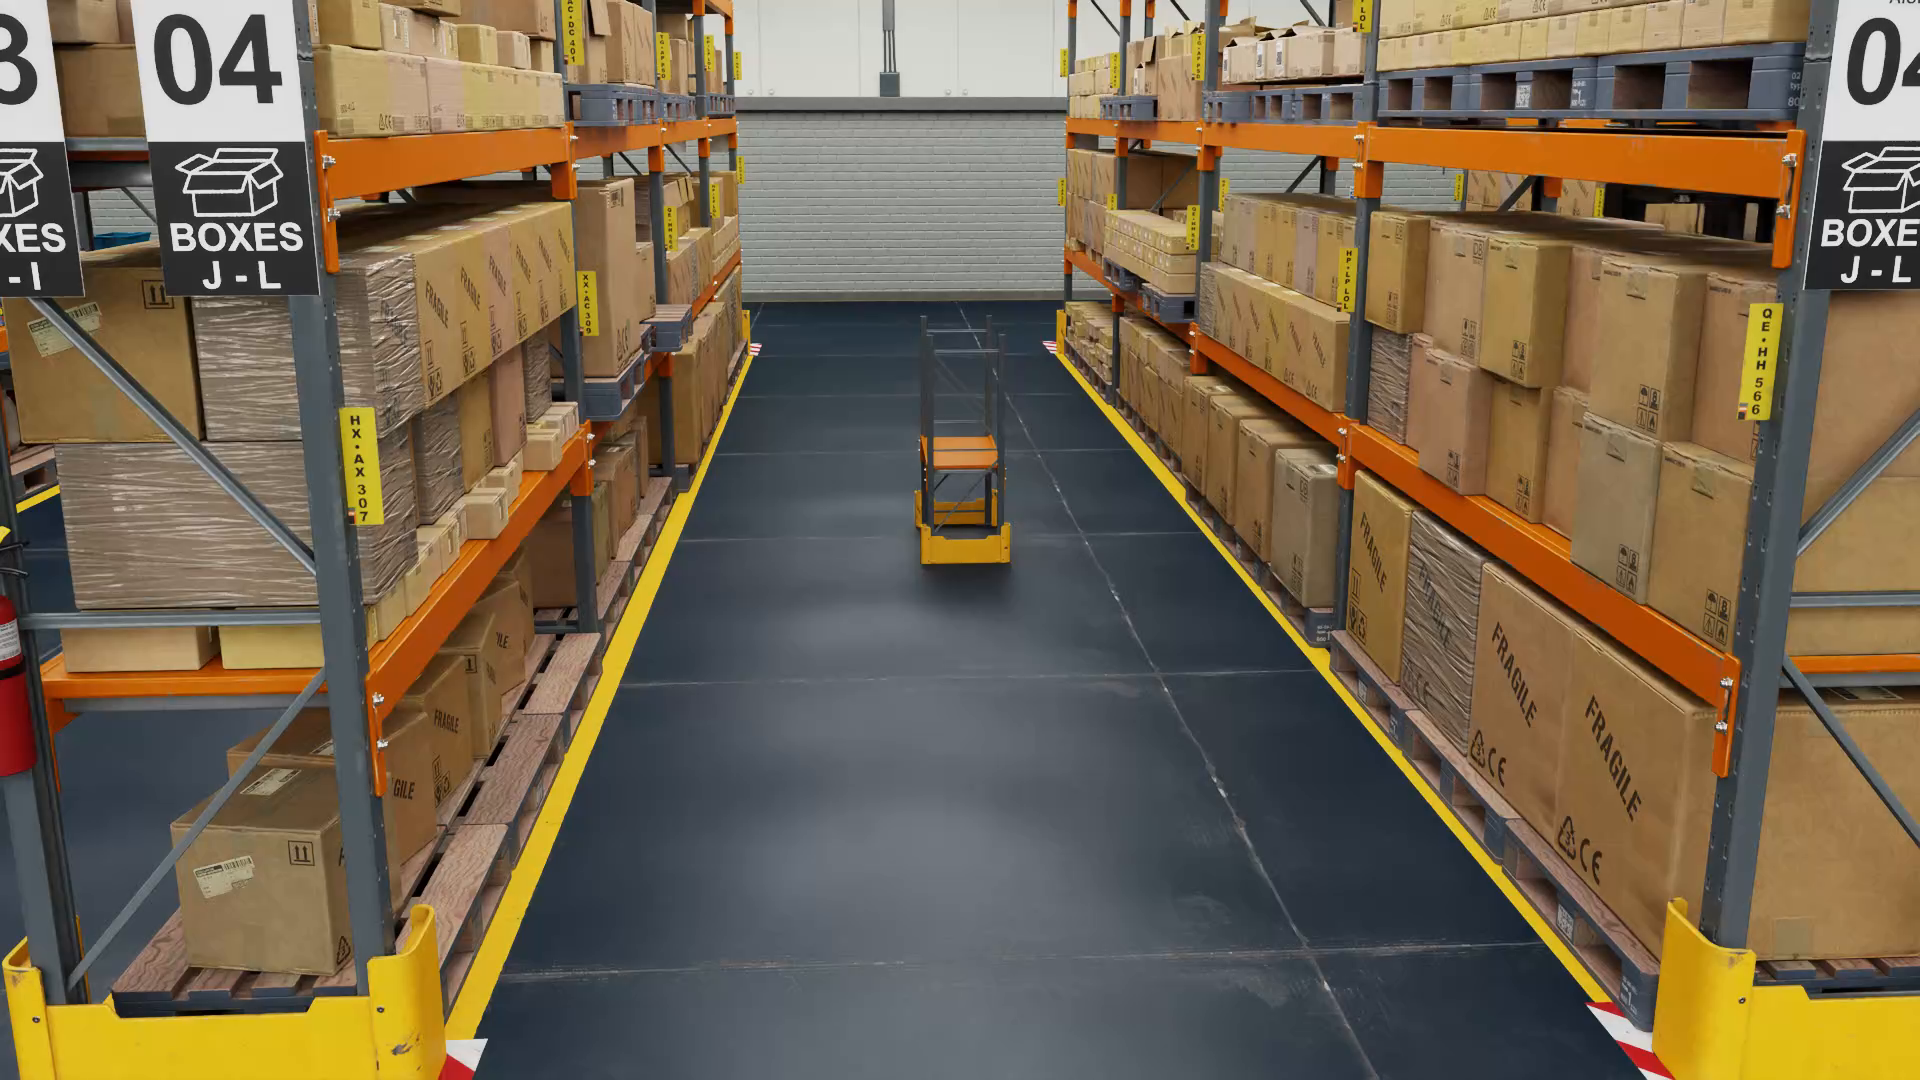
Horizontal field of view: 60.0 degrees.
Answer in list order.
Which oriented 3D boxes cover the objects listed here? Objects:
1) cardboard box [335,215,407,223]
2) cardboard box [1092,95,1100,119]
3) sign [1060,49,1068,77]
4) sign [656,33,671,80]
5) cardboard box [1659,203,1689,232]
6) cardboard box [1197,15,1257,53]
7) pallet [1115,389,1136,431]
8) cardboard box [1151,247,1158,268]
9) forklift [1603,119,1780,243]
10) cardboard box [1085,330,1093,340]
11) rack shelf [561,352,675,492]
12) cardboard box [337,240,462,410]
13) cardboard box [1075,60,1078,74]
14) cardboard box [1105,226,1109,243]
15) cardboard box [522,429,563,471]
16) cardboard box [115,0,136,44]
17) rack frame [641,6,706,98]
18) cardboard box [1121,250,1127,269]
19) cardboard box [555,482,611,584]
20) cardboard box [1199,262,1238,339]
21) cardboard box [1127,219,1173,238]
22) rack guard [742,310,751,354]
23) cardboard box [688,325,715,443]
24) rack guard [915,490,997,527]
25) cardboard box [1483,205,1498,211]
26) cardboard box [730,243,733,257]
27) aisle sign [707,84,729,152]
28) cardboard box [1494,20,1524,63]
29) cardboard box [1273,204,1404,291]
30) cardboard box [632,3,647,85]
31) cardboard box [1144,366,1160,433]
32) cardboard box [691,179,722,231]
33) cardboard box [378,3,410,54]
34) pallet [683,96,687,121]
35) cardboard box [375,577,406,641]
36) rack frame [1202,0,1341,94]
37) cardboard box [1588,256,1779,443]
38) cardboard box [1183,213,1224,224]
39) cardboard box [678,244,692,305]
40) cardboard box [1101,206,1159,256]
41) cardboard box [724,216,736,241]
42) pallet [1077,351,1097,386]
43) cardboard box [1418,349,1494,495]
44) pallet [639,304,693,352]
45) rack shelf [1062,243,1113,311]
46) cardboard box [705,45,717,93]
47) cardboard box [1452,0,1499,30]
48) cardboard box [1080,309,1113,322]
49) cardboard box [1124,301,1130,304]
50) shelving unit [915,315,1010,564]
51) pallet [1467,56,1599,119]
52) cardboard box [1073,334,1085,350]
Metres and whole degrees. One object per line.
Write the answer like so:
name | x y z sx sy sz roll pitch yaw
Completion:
cardboard box | -2.593 -1.080 6.901 0.500 0.500 0.500 -1 14 -3
cardboard box | 1.680 -4.558 17.502 0.500 0.250 0.500 -1 14 -4
sign | 1.242 -5.671 19.776 0.100 0.325 0.005 -1 14 -3
sign | -2.136 -3.474 11.951 0.100 0.325 0.005 -1 14 -3
cardboard box | 6.794 -3.079 15.265 0.500 0.500 0.500 -1 14 -5
cardboard box | 1.995 -3.783 12.452 0.396 0.266 0.258 -1 14 -3
pallet | 2.081 -1.265 16.020 1.003 0.211 1.213 -1 14 -3
cardboard box | 1.757 -2.288 13.462 0.380 0.149 0.250 -1 14 -2
forklift | 4.919 -1.390 11.048 1.130 2.935 3.031 -1 14 -4
cardboard box | 1.643 -2.378 19.030 0.380 0.149 0.250 -2 15 -6
rack shelf | -2.554 -0.917 10.515 1.077 0.370 4.000 -1 14 -3
cardboard box | -1.968 -0.715 5.483 0.500 0.500 0.500 -1 14 -3
cardboard box | 1.518 -5.403 18.983 0.380 0.149 0.250 -1 14 -4
cardboard box | 1.597 -2.930 15.958 0.380 0.149 0.250 -1 14 -3
cardboard box | -2.035 -0.412 7.611 0.380 0.149 0.250 -1 14 -3
cardboard box | -2.410 -1.477 4.729 0.380 0.149 0.250 -1 14 -5
rack frame | -2.925 -5.663 15.477 1.000 3.000 0.127 -1 14 -3
cardboard box | 1.662 -2.529 14.997 0.380 0.149 0.250 -2 15 -6
cardboard box | -2.457 -0.043 9.805 0.700 0.500 0.500 -1 14 -4
cardboard box | 2.037 -1.747 12.096 0.500 0.500 0.500 -1 14 -3
cardboard box | 1.678 -2.752 14.671 0.380 0.149 0.250 0 14 -1
rack guard | -3.175 -2.548 20.426 1.175 0.500 0.348 -1 14 -3
cardboard box | -2.747 -1.331 14.101 1.225 0.875 0.875 -1 14 -3
rack guard | -0.026 -0.226 11.903 0.587 0.250 0.087 -1 14 -3
cardboard box | 6.520 -3.705 19.705 0.500 0.500 0.500 -1 14 -4
cardboard box | -2.741 -3.229 18.560 0.380 0.149 0.250 -1 14 -3
aisle sign | -2.878 -5.034 19.855 0.394 0.787 0.004 -1 14 -3
cardboard box | 2.304 -1.928 6.442 0.380 0.149 0.250 -1 14 -3
cardboard box | 2.395 -1.855 10.508 0.700 0.500 0.500 -1 14 -4
cardboard box | -2.356 -3.264 10.969 0.500 0.500 0.500 -1 14 -4
cardboard box | 1.900 -1.227 14.450 0.500 0.500 0.500 -2 15 -6
cardboard box | -2.723 -3.438 17.068 0.500 0.500 0.500 -1 14 -3
cardboard box | -1.972 -1.614 5.261 0.380 0.149 0.250 0 14 -1
pallet | -2.843 -3.561 13.708 1.003 0.211 1.213 0 14 -1
cardboard box | -1.958 0.211 5.189 0.380 0.149 0.250 -1 14 -3
rack frame | 2.279 -4.720 11.811 1.000 3.000 0.127 -1 14 -3
cardboard box | 2.664 -0.649 5.559 0.875 0.550 0.550 -1 14 -3
cardboard box | 2.282 -2.951 15.444 0.380 0.149 0.250 -1 14 -5
cardboard box | -2.506 -2.192 13.825 0.500 0.500 0.500 -1 14 -4
cardboard box | 1.719 -3.118 16.826 0.500 0.500 0.500 -1 14 -3
cardboard box | -2.848 -3.581 19.130 0.500 0.250 0.500 -1 14 -4
pallet | 1.876 -1.929 18.601 1.003 0.211 1.213 -1 14 -3
cardboard box | 2.534 -0.528 7.258 0.875 0.550 0.550 -1 14 -3
pallet | -2.527 -1.494 11.700 1.213 0.211 1.003 -1 14 -3
rack shelf | 1.907 -2.958 18.447 1.077 0.370 4.000 -1 14 -3
cardboard box | -2.953 -4.970 17.560 0.700 0.500 0.500 0 14 -1
cardboard box | 2.342 -2.219 6.770 0.500 0.250 0.500 -1 14 -4
cardboard box | 1.600 -2.587 19.248 0.380 0.149 0.250 -2 15 -6
cardboard box | 2.069 -2.787 20.023 0.380 0.149 0.250 -1 14 -3
shelving unit | 0.005 -0.707 11.266 0.587 1.500 1.083 -1 14 -3
pallet | 2.640 -1.723 6.361 1.003 0.211 1.213 -1 14 -3
cardboard box | 1.523 -2.301 19.327 0.380 0.149 0.250 -1 14 -3
